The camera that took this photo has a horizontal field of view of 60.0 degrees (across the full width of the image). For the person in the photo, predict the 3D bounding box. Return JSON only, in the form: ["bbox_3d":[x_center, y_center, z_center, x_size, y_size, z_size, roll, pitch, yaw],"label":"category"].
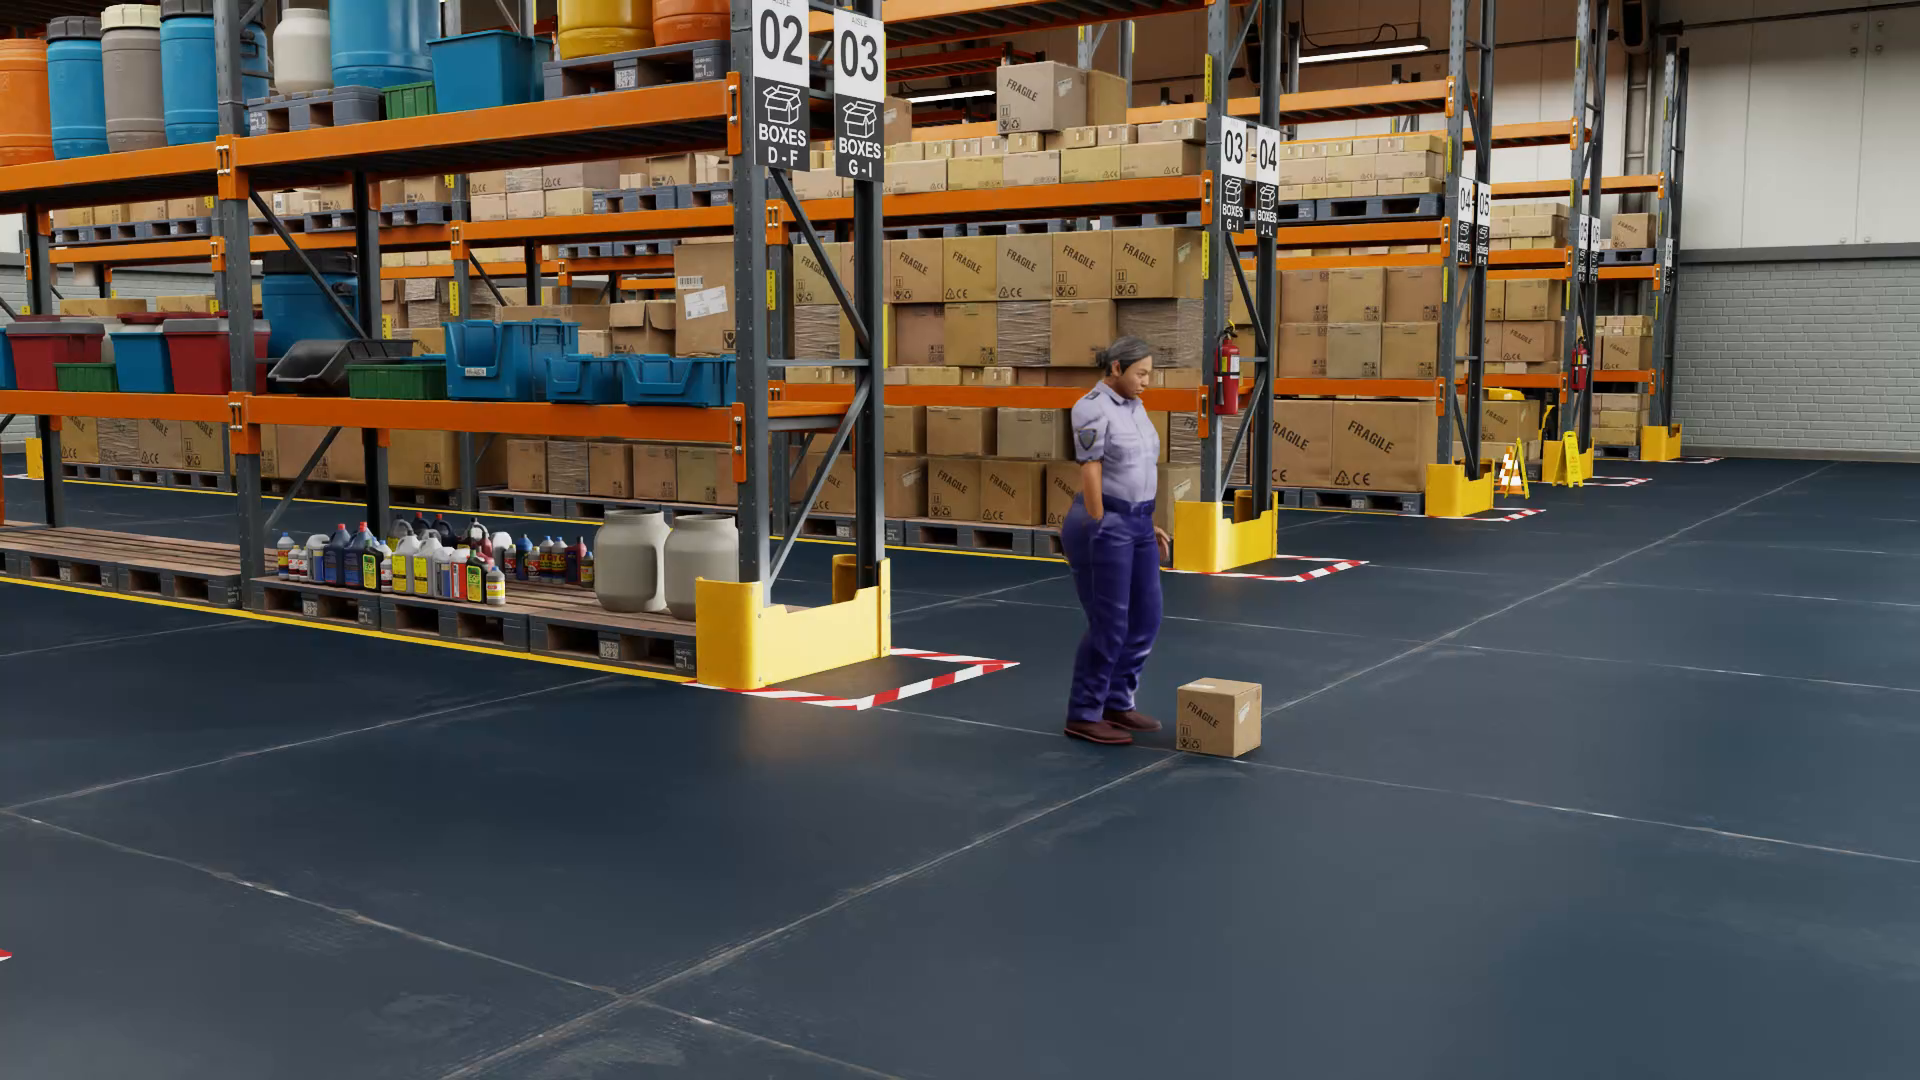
[{"bbox_3d":[0.635,-0.012,6.788,0.343,1.635,0.480,4,8,35],"label":"person"}]
